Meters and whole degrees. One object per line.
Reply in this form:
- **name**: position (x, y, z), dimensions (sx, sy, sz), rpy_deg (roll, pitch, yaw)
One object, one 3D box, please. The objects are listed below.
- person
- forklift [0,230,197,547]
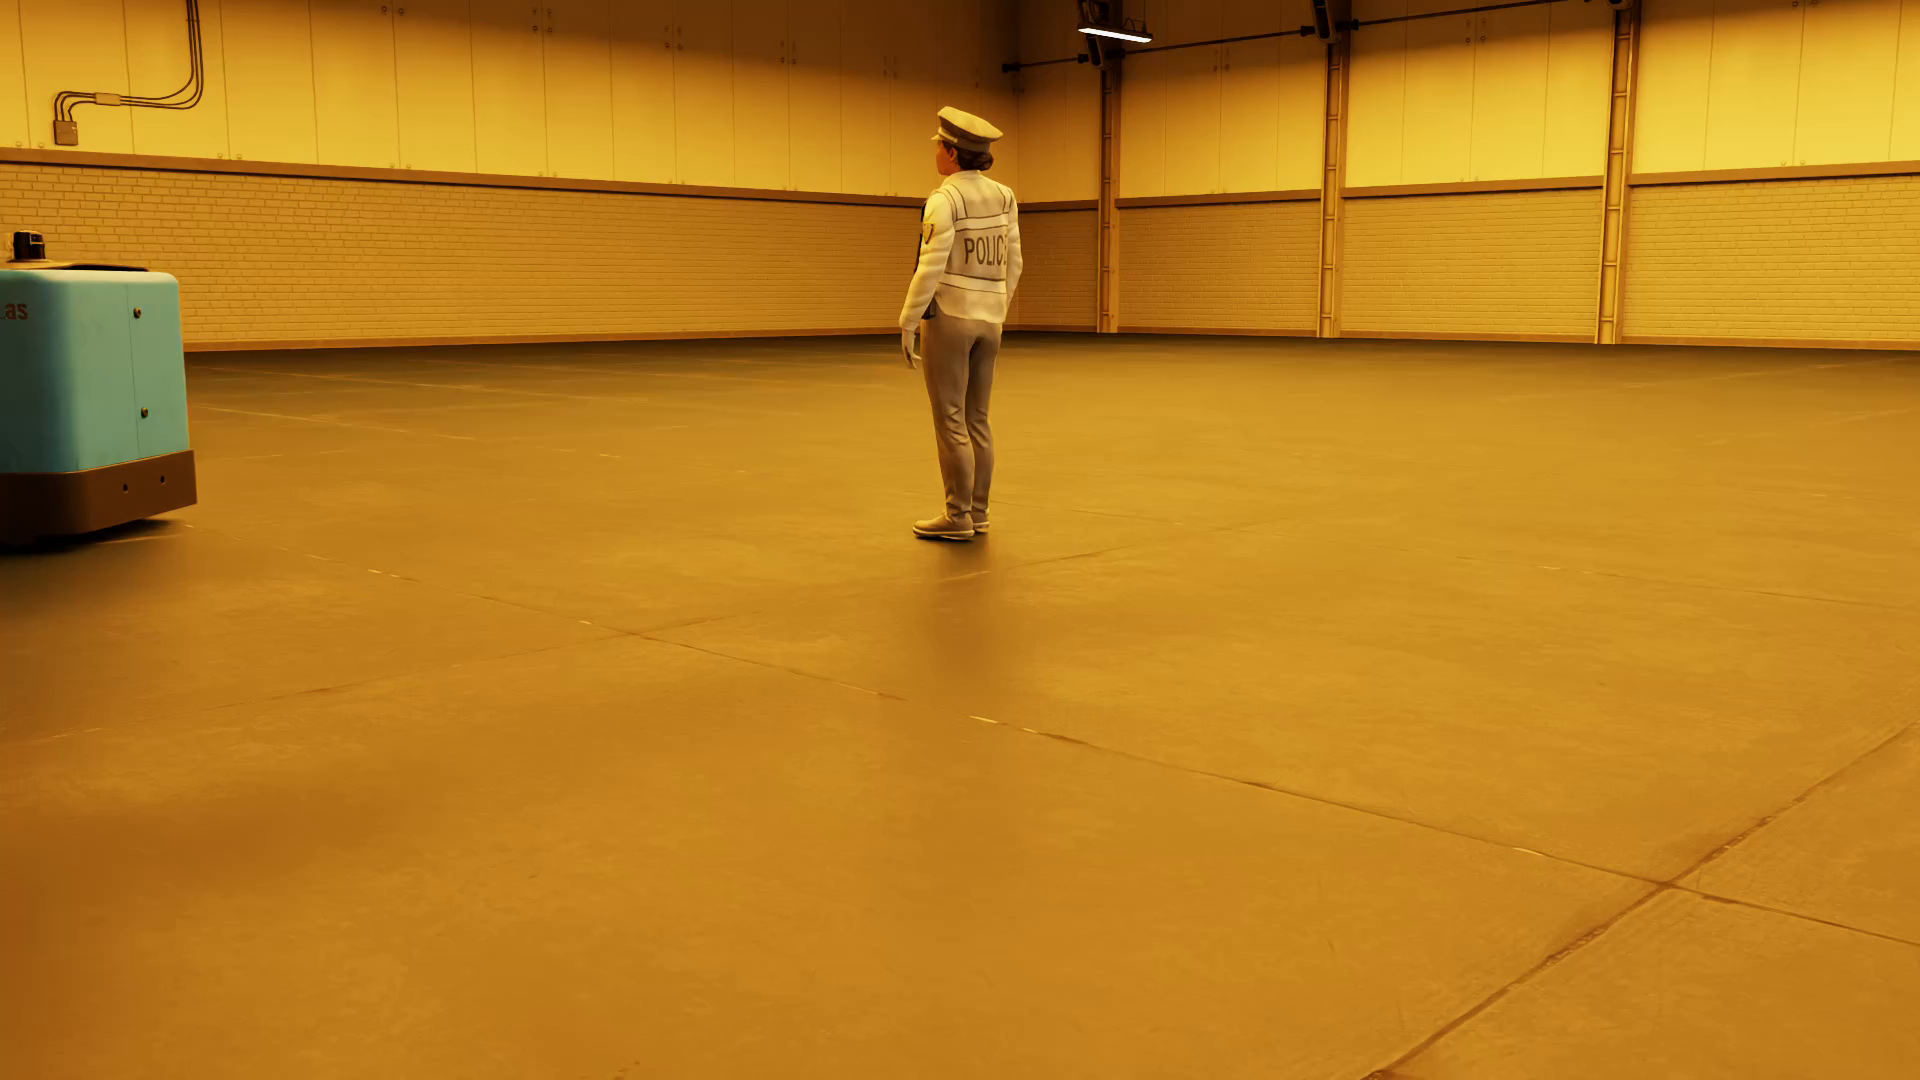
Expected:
- **person**: position (-0.045, -0.853, 6.643), dimensions (0.530, 1.694, 0.586), rpy_deg (8, 12, 43)
- **forklift**: position (-4.868, -1.477, 6.681), dimensions (3.031, 2.935, 1.130), rpy_deg (0, 9, 1)
